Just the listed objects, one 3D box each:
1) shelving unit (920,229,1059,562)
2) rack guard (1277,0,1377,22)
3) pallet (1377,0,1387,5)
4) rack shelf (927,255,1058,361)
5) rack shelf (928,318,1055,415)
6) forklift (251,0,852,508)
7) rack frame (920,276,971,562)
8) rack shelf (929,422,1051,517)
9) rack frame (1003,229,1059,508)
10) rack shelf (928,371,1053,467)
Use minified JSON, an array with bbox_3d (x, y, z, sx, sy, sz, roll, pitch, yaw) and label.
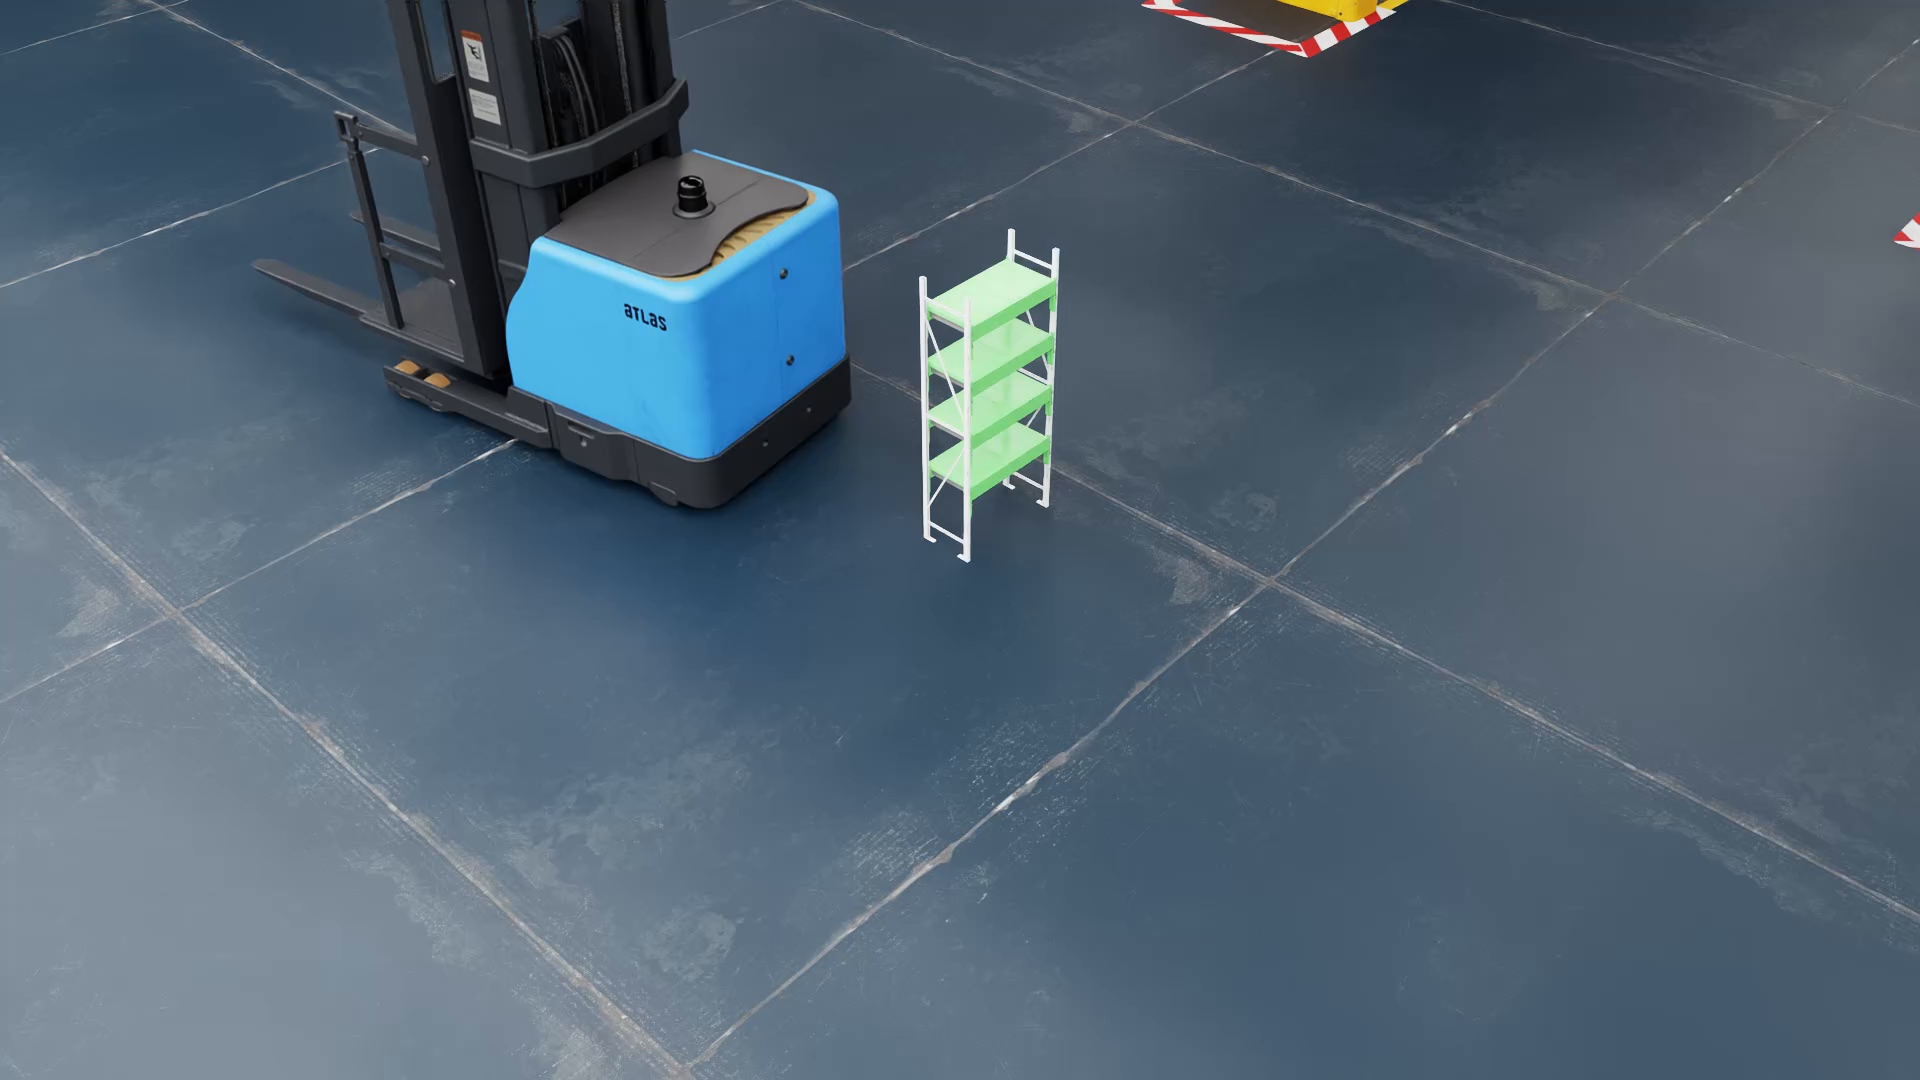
[{"bbox_3d":[0.112,-0.546,6.472,0.258,1.200,0.503,30,47,32],"label":"shelving unit"},{"bbox_3d":[2.296,-3.959,11.327,1.175,0.500,0.348,30,47,32],"label":"rack guard"},{"bbox_3d":[2.871,-4.205,11.868,1.003,0.211,1.213,30,47,32],"label":"pallet"},{"bbox_3d":[0.112,-0.871,6.213,0.258,0.148,0.480,30,47,32],"label":"rack shelf"},{"bbox_3d":[0.112,-0.684,6.363,0.258,0.148,0.480,30,47,32],"label":"rack shelf"},{"bbox_3d":[-2.000,-1.979,6.884,3.031,2.935,1.130,22,43,25],"label":"forklift"},{"bbox_3d":[-0.053,-0.434,6.331,0.240,1.200,0.015,30,47,32],"label":"rack frame"},{"bbox_3d":[0.112,-0.308,6.661,0.258,0.148,0.480,30,47,32],"label":"rack shelf"},{"bbox_3d":[0.276,-0.658,6.613,0.240,1.200,0.015,30,47,32],"label":"rack frame"},{"bbox_3d":[0.112,-0.496,6.512,0.258,0.148,0.480,30,47,32],"label":"rack shelf"}]
